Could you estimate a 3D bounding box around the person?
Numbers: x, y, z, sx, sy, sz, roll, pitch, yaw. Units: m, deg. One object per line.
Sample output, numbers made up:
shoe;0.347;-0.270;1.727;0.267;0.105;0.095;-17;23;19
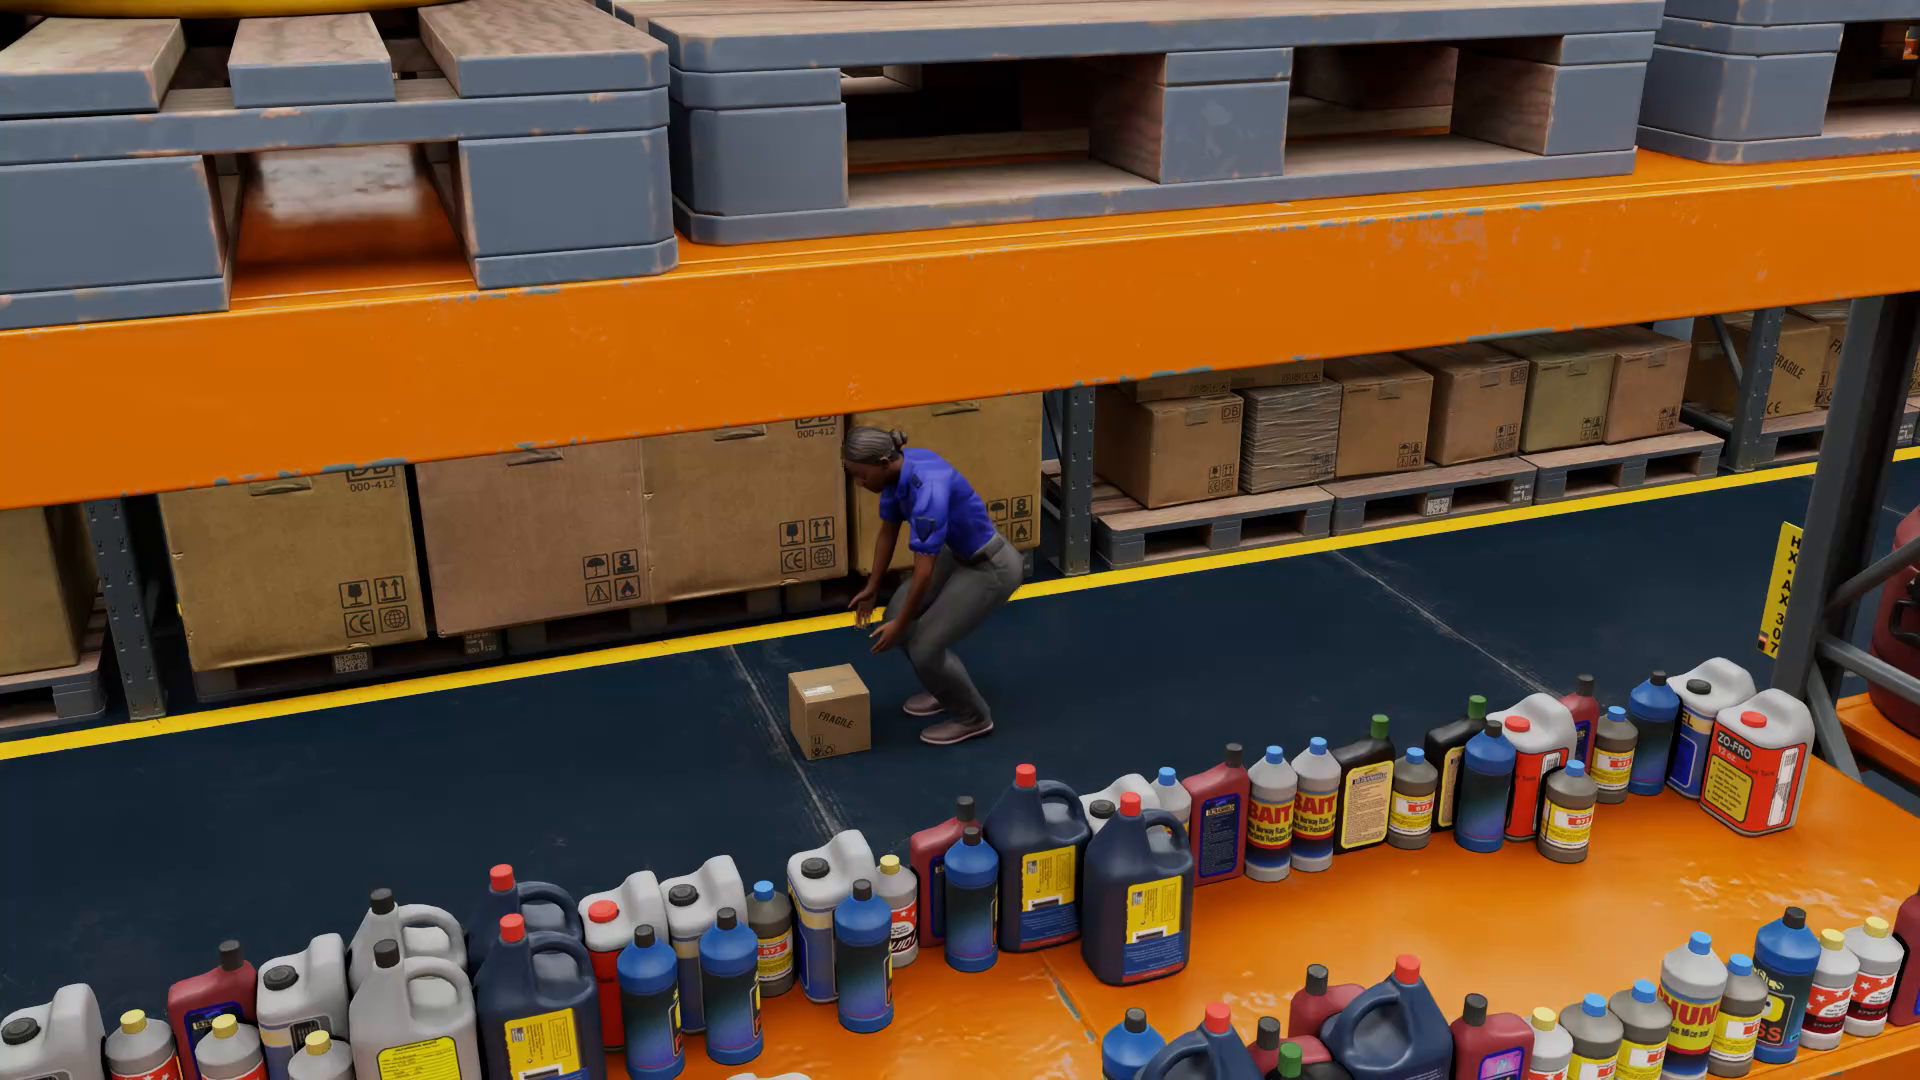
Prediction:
person;-0.093;0.151;6.243;0.684;1.277;0.496;-7;24;-16
